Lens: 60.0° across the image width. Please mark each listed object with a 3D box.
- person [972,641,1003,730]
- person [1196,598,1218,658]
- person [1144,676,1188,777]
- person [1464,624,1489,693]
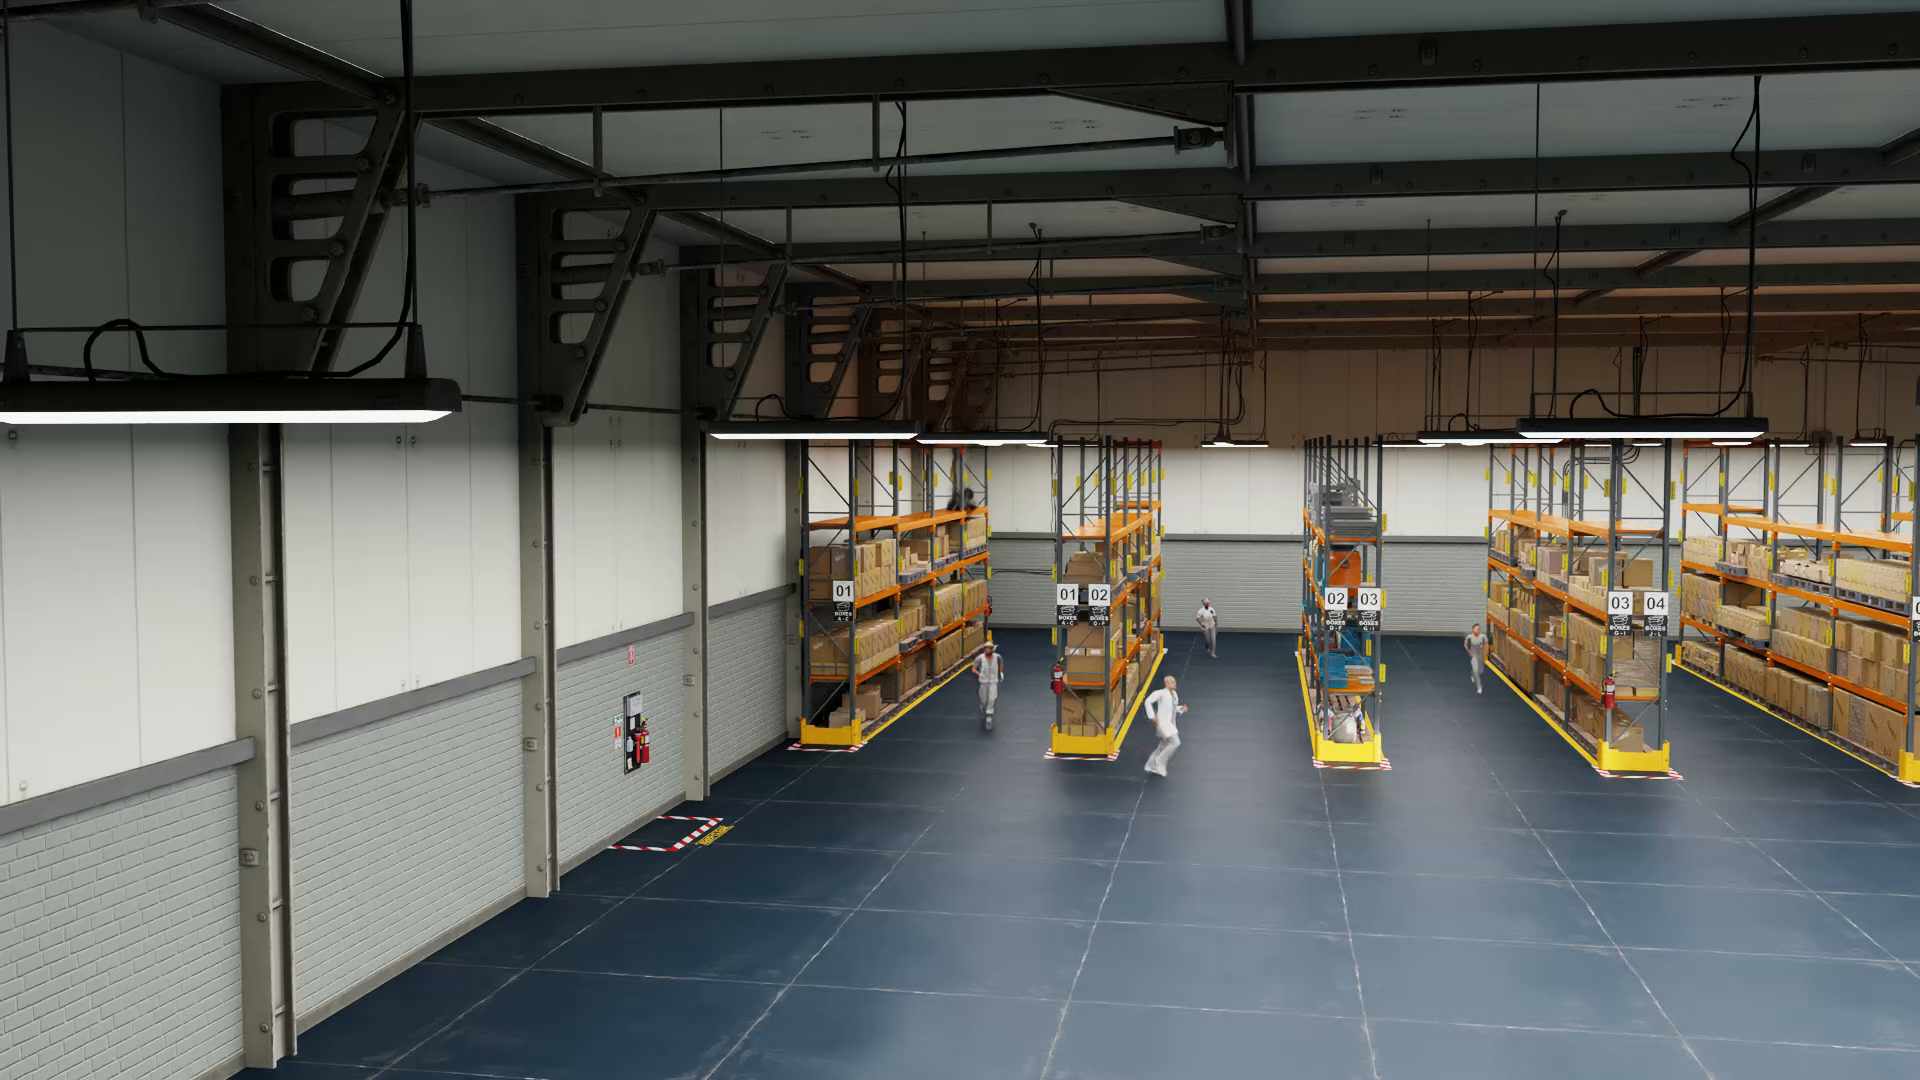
[{"bbox_3d":[0.577,2.967,34.368,0.686,1.781,1.051,0,3,-7],"label":"person"},{"bbox_3d":[6.857,2.422,46.051,0.603,1.647,0.610,0,3,-7],"label":"person"},{"bbox_3d":[3.615,3.265,29.184,0.799,1.762,0.691,2,4,34],"label":"person"},{"bbox_3d":[12.275,2.794,39.567,0.576,1.648,0.803,0,3,5],"label":"person"}]
